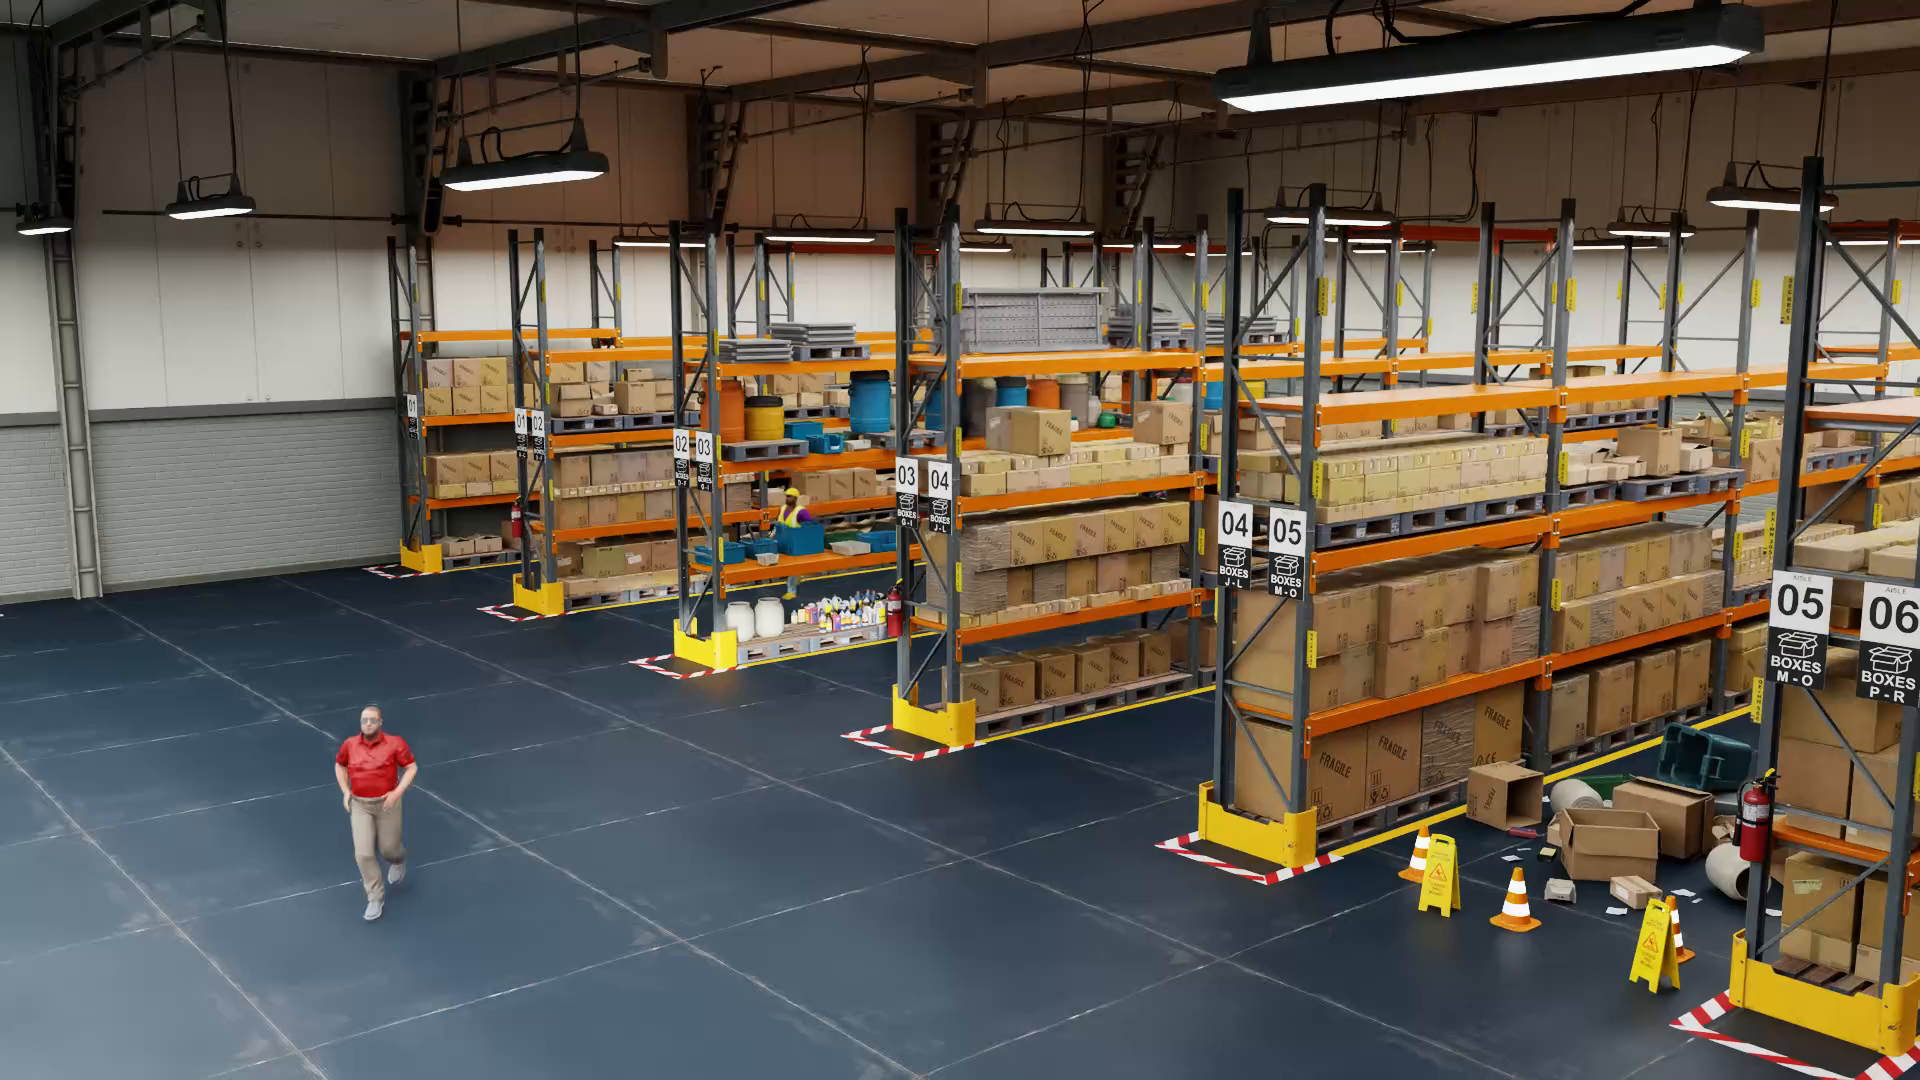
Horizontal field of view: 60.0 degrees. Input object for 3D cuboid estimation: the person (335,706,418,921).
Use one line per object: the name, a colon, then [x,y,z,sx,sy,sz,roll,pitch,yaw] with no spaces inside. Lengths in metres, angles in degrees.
person: [-4.860,2.217,13.854,0.676,1.711,0.777,-1,9,-10]

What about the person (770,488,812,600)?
person: [-2.599,0.044,25.955,0.702,1.732,0.589,6,11,33]
